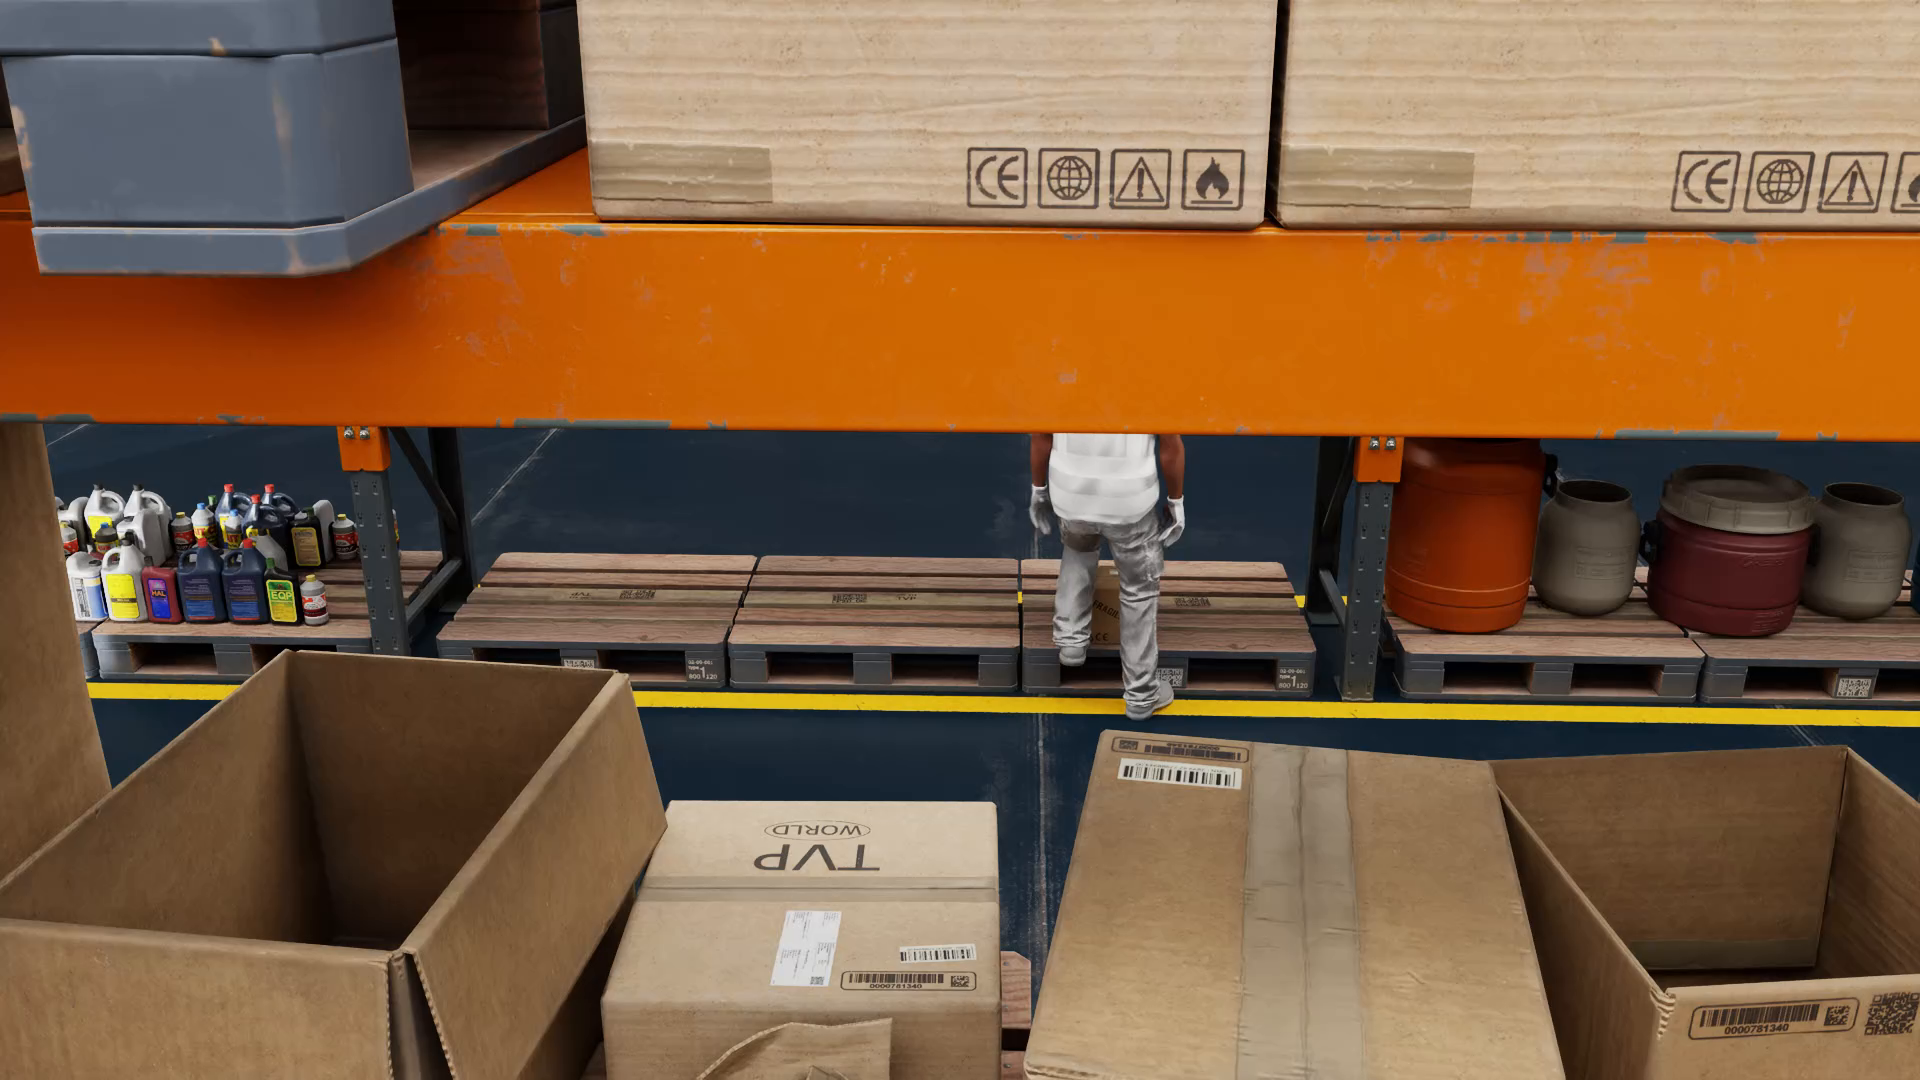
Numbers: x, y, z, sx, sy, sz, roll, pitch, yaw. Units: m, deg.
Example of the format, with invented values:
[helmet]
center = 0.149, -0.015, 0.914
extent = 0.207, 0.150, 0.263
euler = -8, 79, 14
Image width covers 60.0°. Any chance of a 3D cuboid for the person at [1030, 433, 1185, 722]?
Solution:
[person]
center = 0.594, -0.166, 6.537
extent = 0.616, 1.751, 0.541
euler = 7, 22, 17
